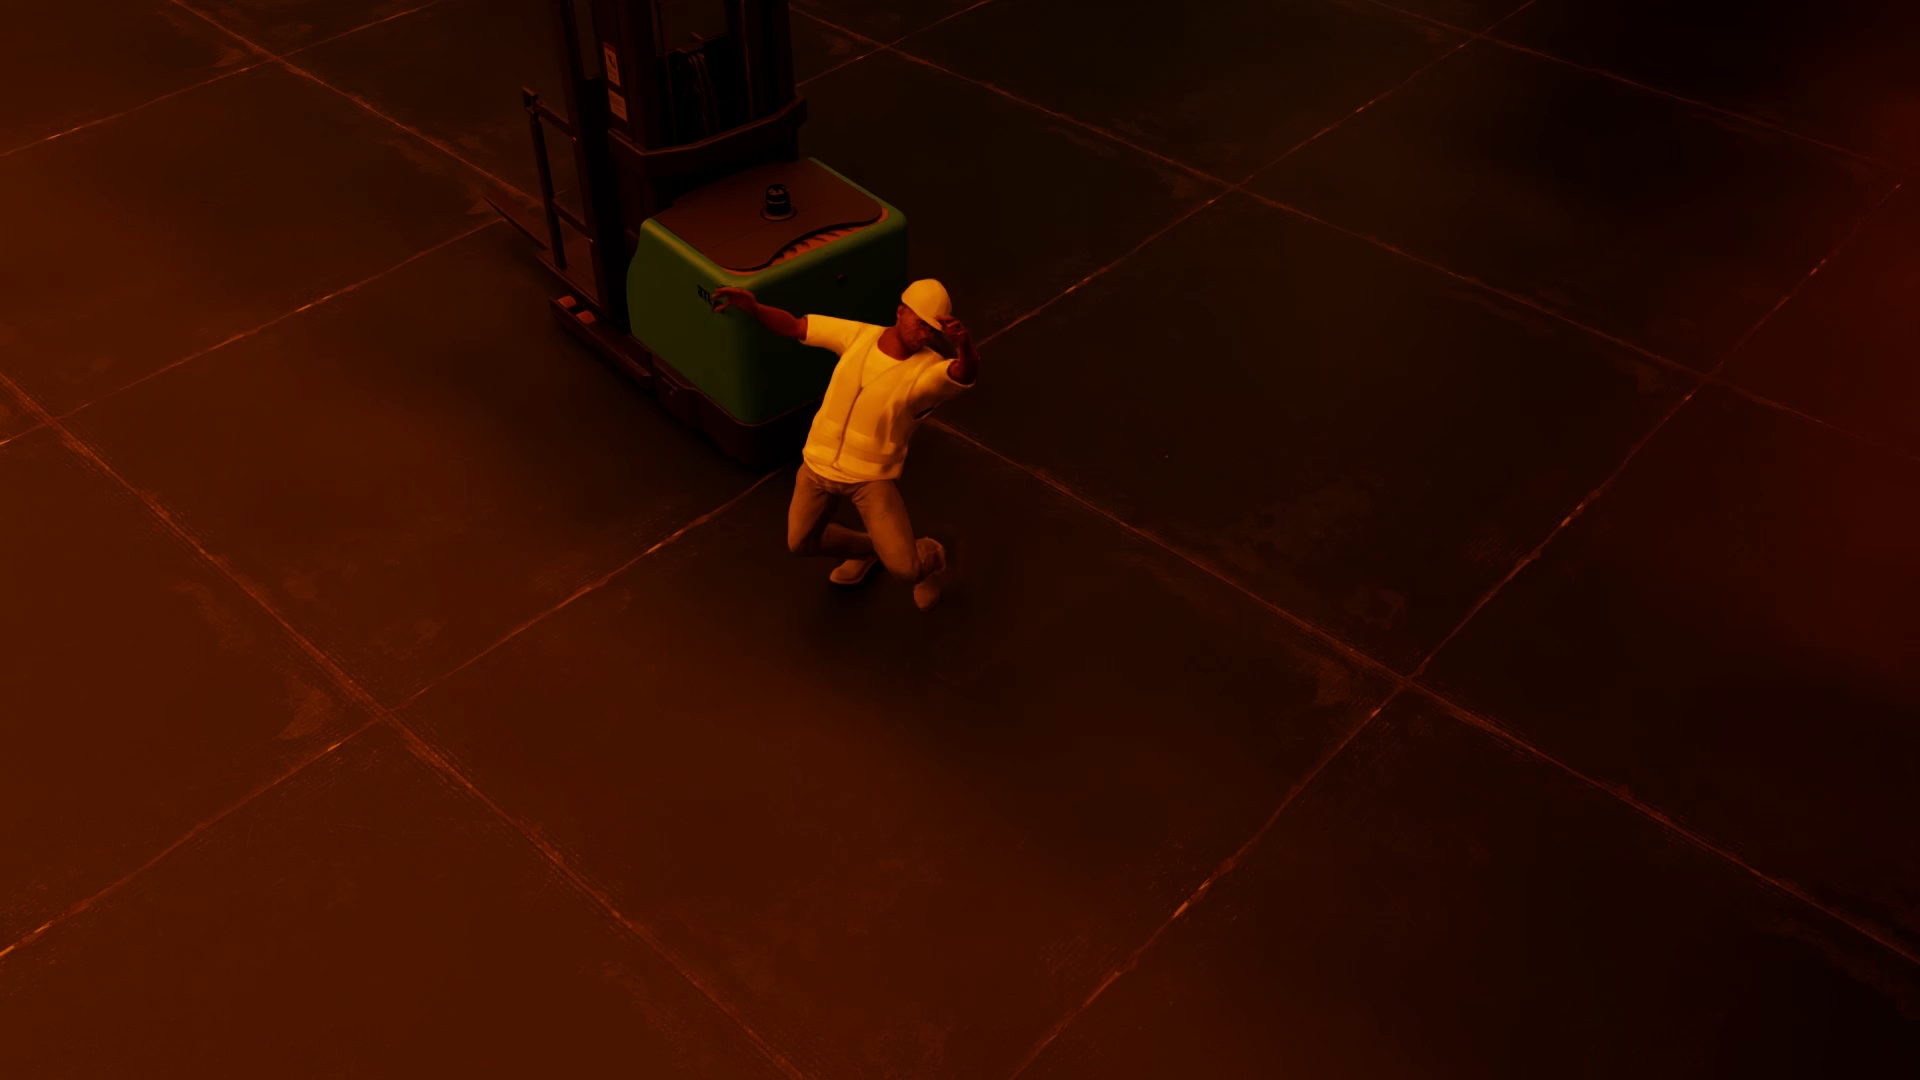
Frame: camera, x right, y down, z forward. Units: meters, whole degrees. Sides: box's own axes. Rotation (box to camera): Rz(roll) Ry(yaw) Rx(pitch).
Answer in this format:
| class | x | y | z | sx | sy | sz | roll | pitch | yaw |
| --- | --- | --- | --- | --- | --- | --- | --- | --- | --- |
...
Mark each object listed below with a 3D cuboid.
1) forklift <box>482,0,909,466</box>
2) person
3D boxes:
| class | x | y | z | sx | sy | sz | roll | pitch | yaw |
| --- | --- | --- | --- | --- | --- | --- | --- | --- | --- |
| forklift | -1.563 | -2.360 | 8.179 | 1.130 | 2.935 | 3.031 | -29 | 48 | -29 |
| person | -0.383 | -0.437 | 6.924 | 1.057 | 1.642 | 0.743 | 19 | 44 | 20 |
